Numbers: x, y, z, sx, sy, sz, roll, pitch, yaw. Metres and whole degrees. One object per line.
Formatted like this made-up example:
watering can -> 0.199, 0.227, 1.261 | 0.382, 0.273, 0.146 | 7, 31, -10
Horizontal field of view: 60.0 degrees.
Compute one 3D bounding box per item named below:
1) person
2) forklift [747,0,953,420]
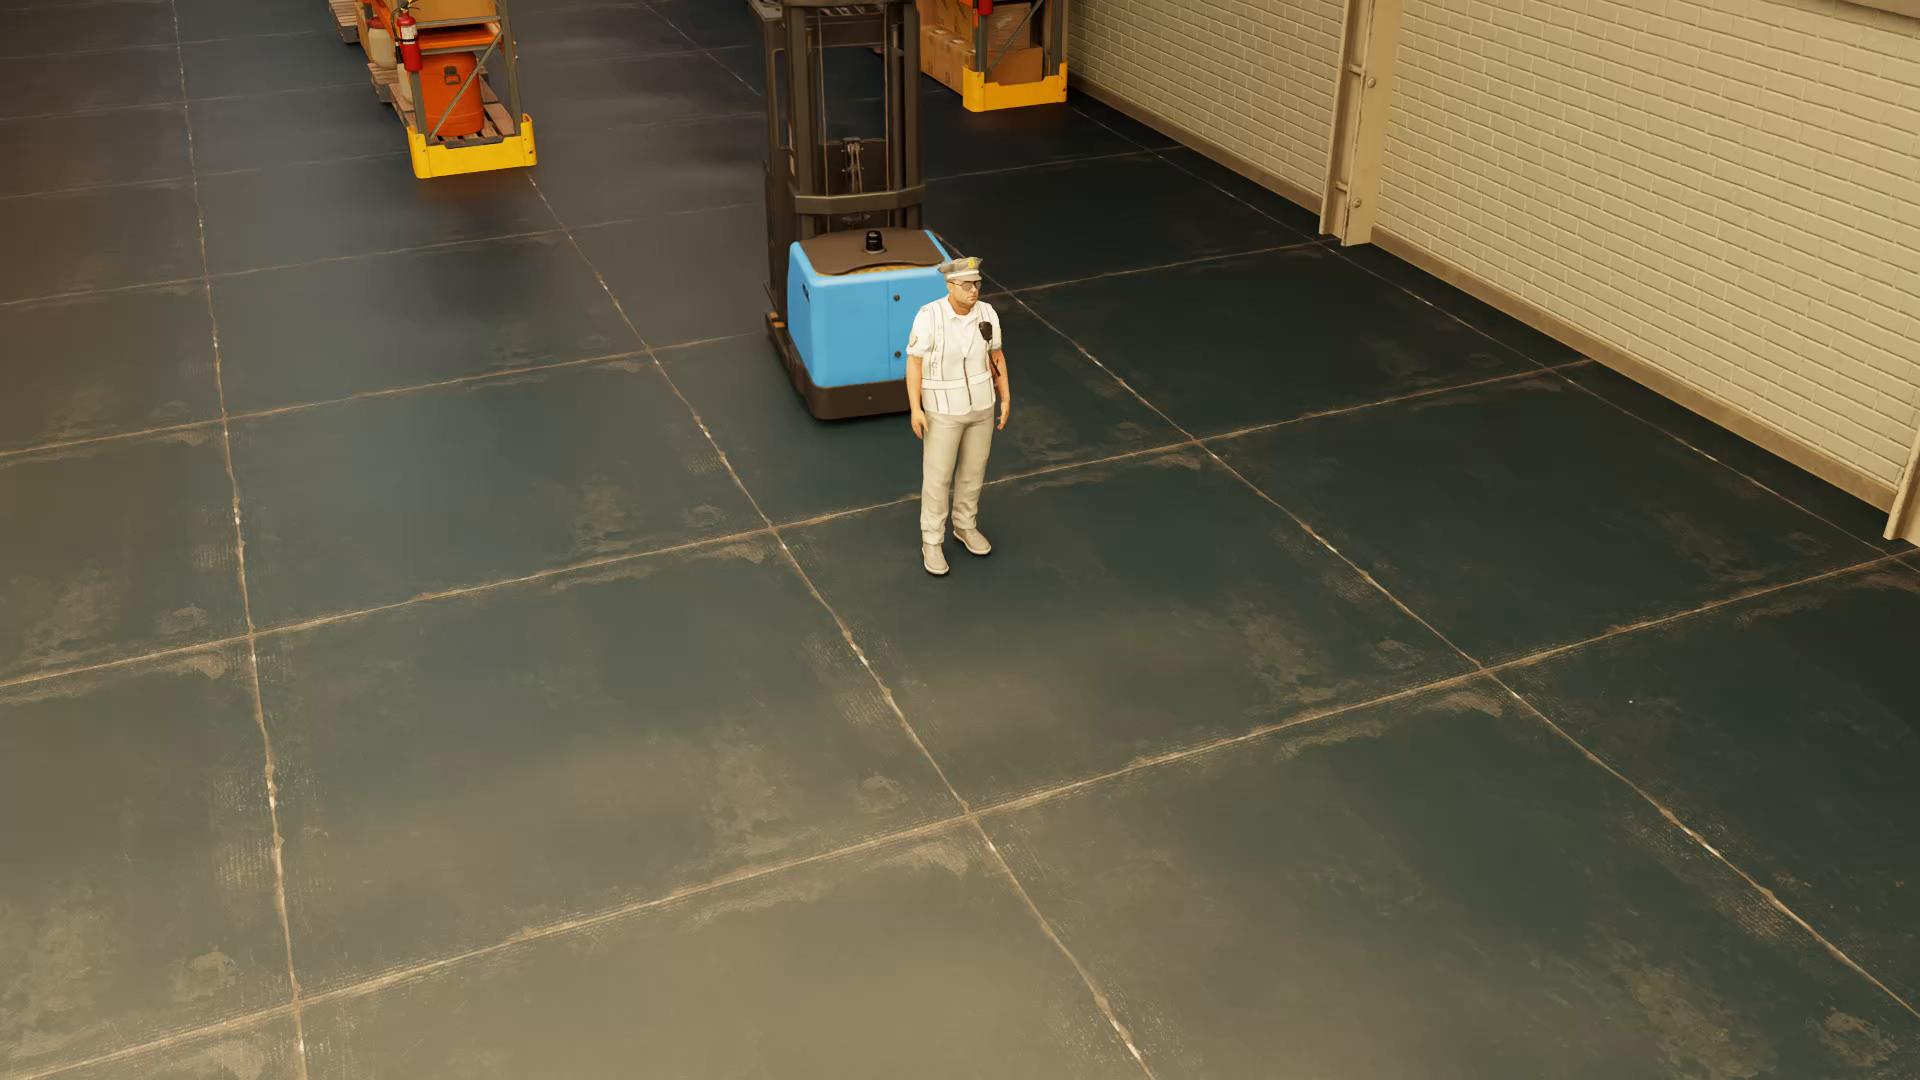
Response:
person -> 0.021, -0.742, 9.561 | 0.641, 1.779, 0.574 | -12, 32, -20
forklift -> -0.876, -2.813, 12.039 | 1.130, 2.935, 3.031 | -8, 31, -13
